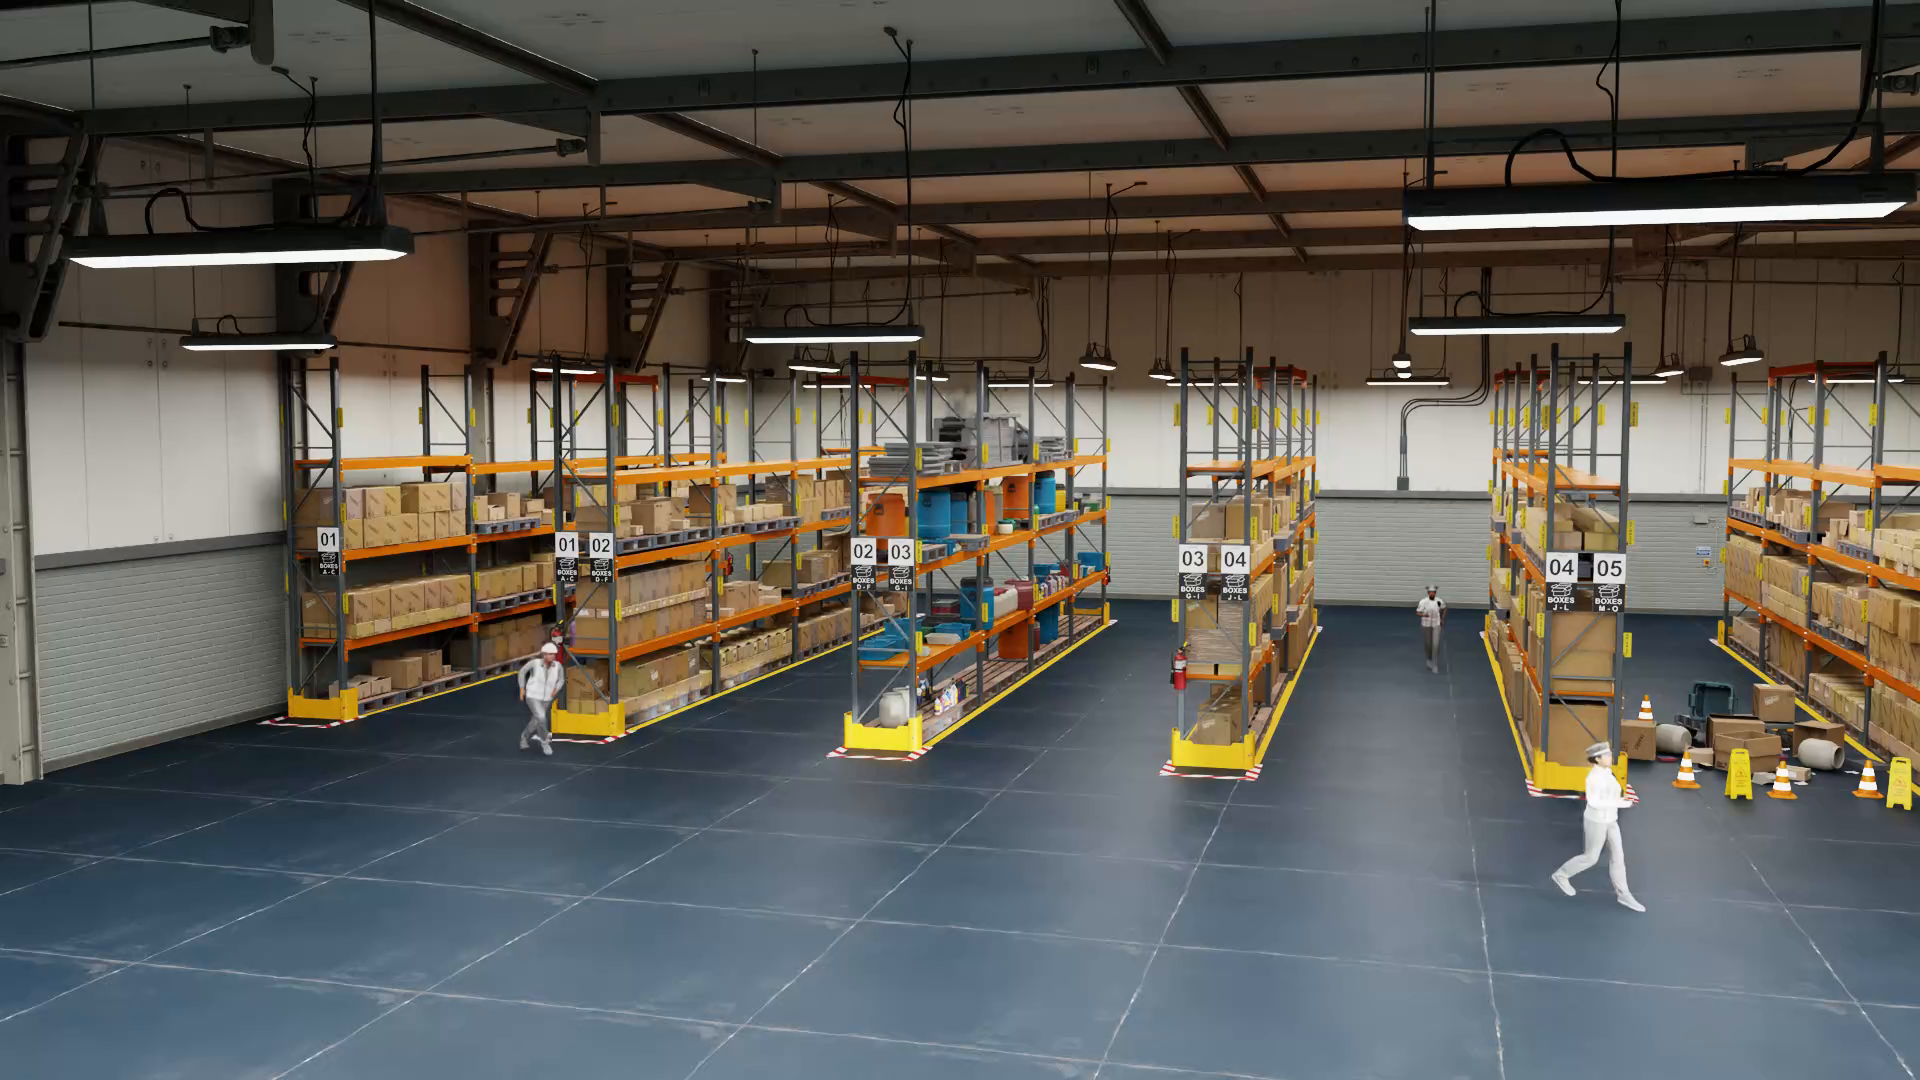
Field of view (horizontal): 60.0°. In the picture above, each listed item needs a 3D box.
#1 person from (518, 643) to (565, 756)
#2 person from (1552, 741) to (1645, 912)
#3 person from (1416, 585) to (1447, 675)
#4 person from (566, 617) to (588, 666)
[{"bbox_3d":[-6.292,2.340,24.913,0.659,1.669,0.893,-3,5,-37],"label":"person"},{"bbox_3d":[6.533,2.888,16.980,0.920,1.701,0.612,4,6,41],"label":"person"},{"bbox_3d":[9.303,1.735,32.844,0.575,1.735,0.857,1,4,18],"label":"person"},{"bbox_3d":[-6.768,2.009,29.580,0.532,1.612,0.786,1,4,12],"label":"person"}]
